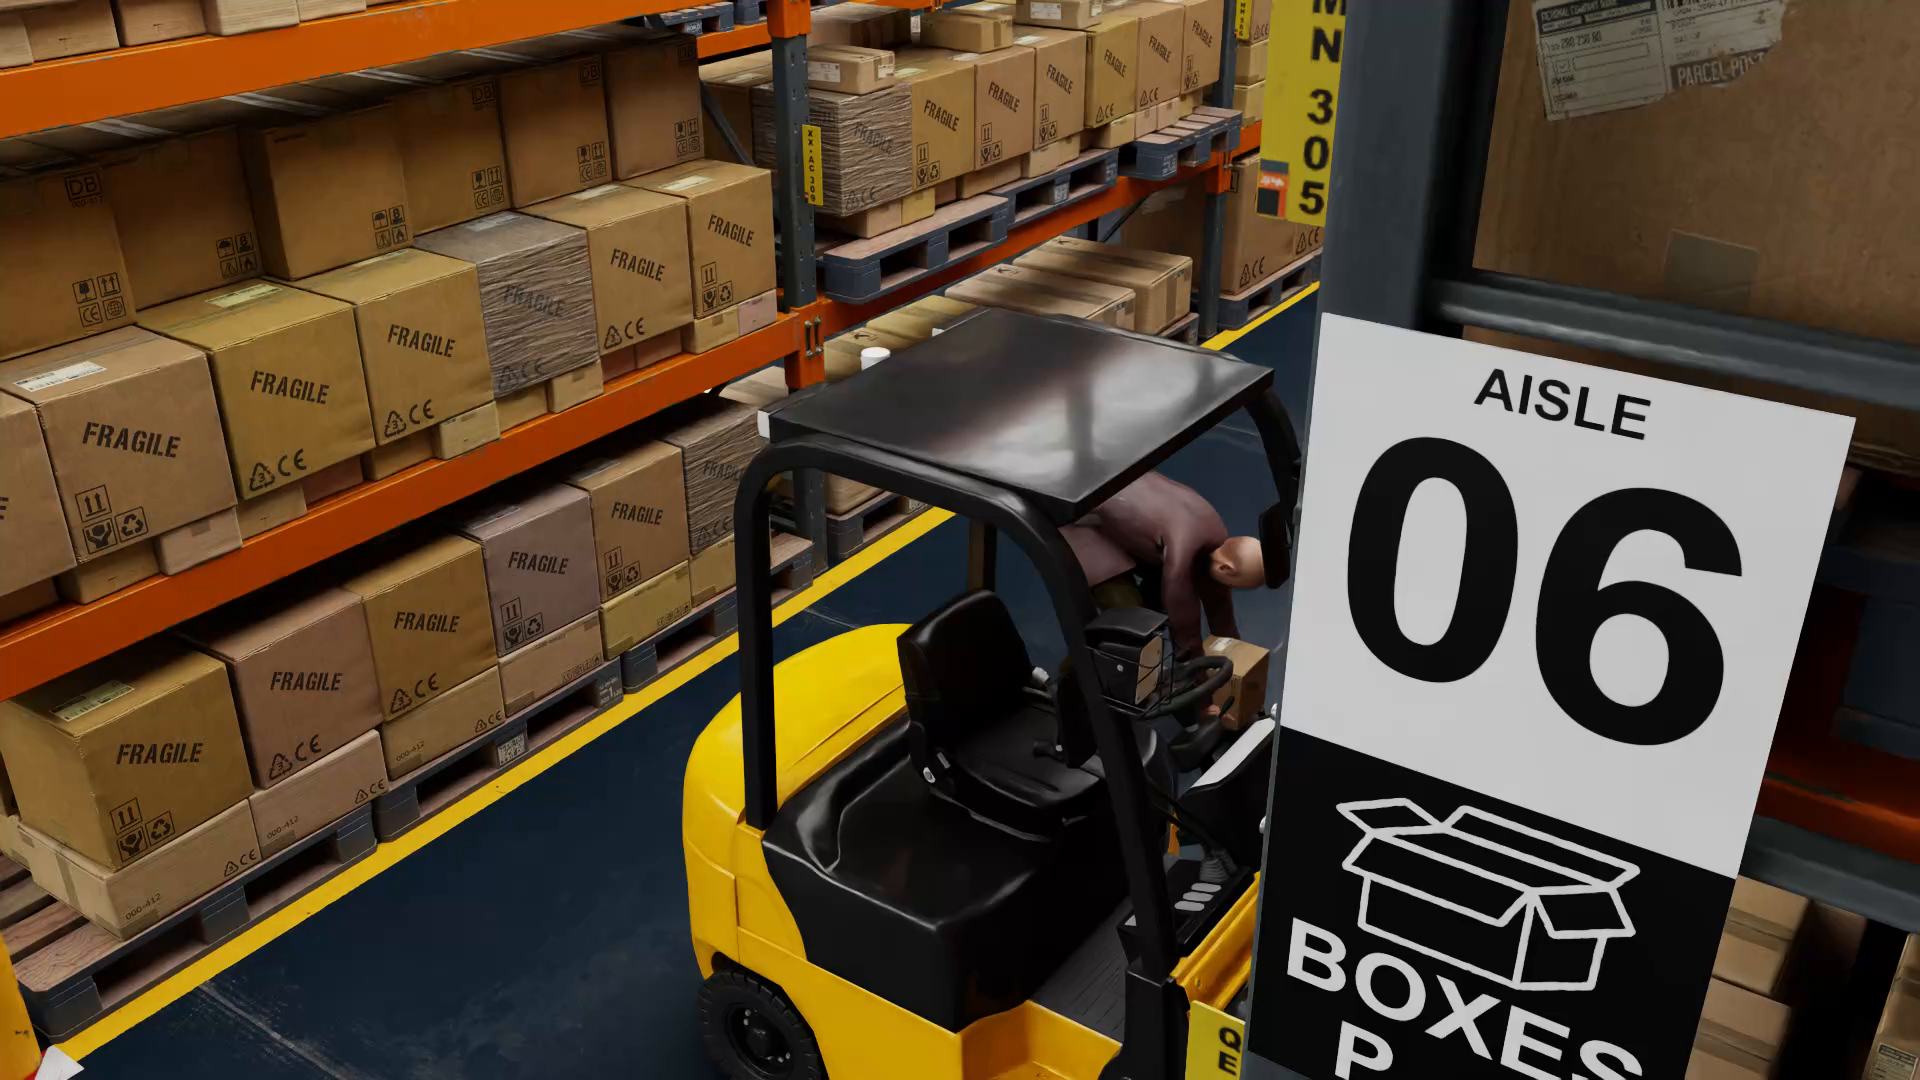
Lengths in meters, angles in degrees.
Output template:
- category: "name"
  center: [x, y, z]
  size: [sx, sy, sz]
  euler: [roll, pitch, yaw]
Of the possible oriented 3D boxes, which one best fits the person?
- category: "person"
  center: [0.765, 0.199, 6.588]
  size: [0.942, 1.010, 0.582]
  euler: [15, 30, 28]
